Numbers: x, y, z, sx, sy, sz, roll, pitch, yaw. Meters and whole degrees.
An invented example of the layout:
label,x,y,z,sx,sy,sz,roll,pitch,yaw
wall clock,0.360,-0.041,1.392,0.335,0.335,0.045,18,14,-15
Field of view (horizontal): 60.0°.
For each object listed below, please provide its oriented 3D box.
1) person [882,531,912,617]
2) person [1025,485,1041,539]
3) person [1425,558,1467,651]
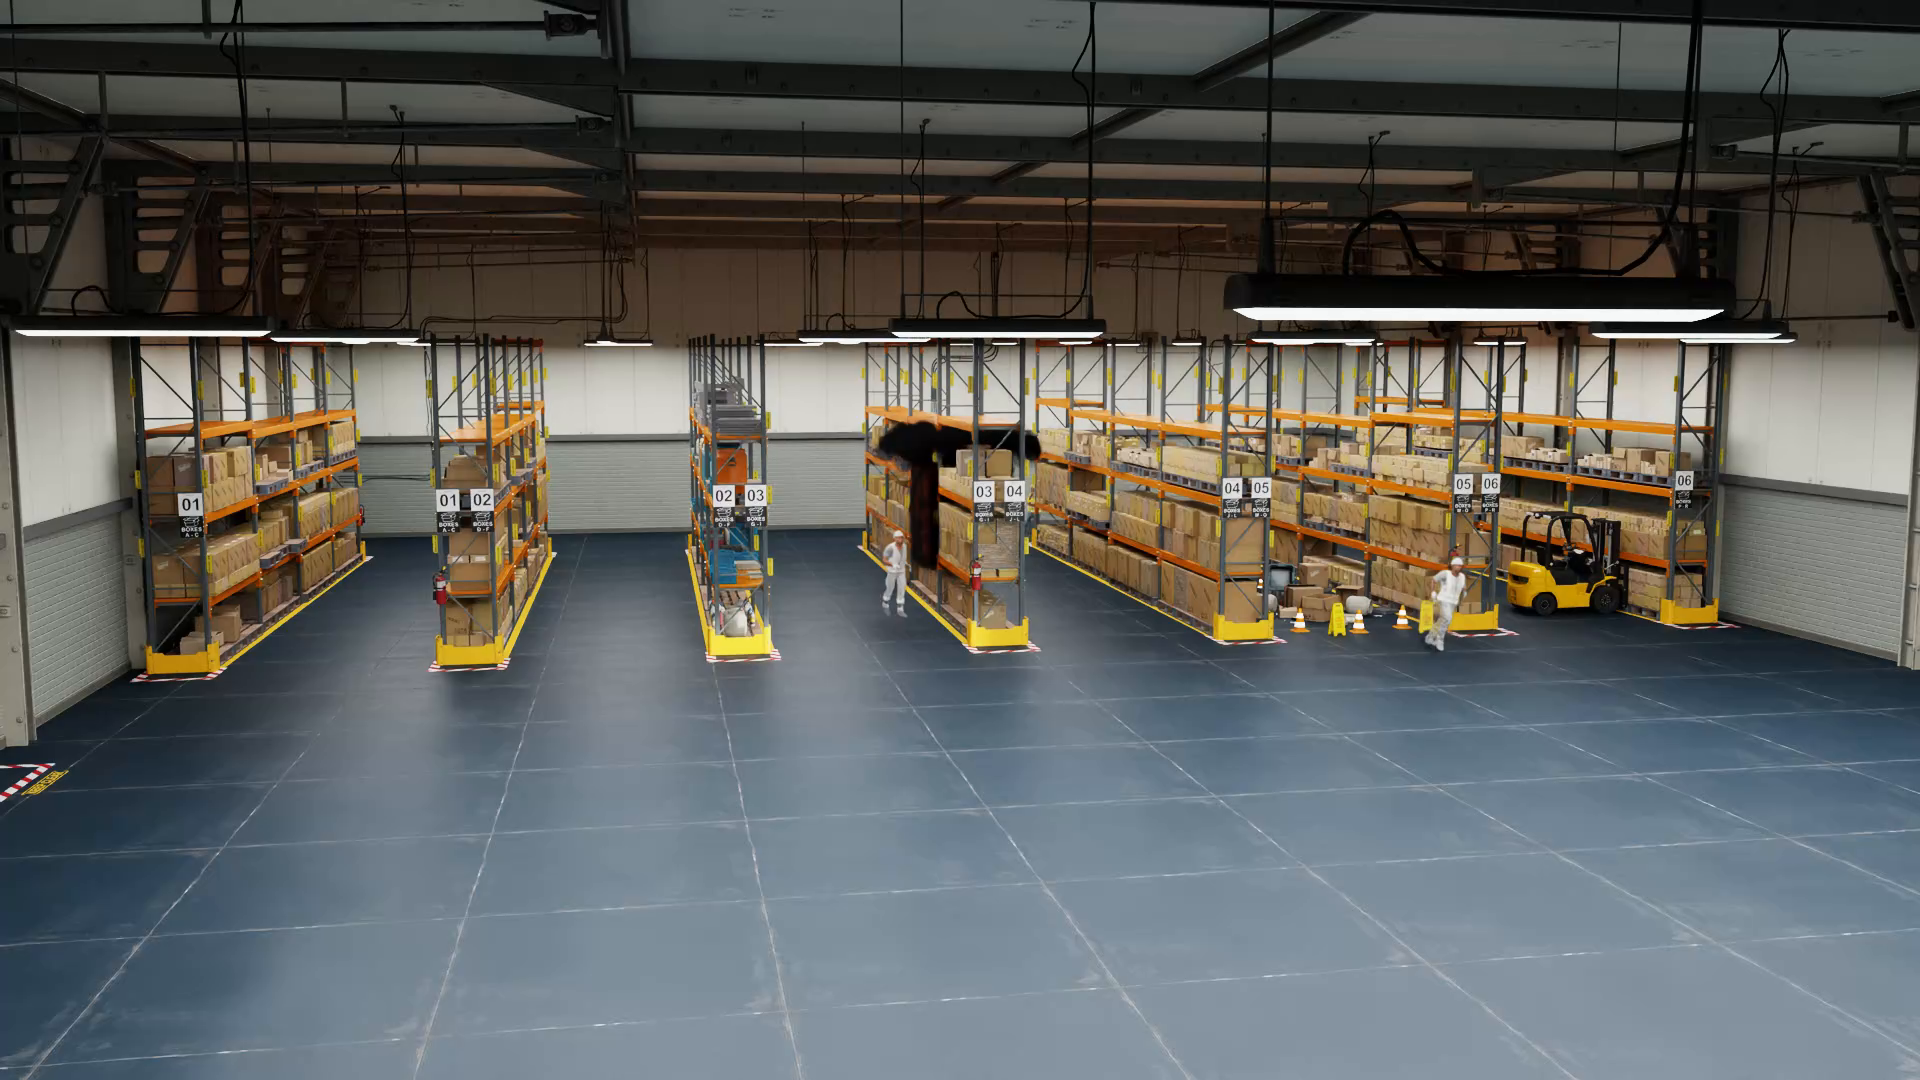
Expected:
label,x,y,z,sx,sy,sz,roll,pitch,yaw
person,-1.331,0.684,34.037,0.674,1.802,0.883,-4,8,-29
person,2.275,-0.788,49.481,0.686,1.824,0.697,-4,8,-33
person,9.293,1.203,31.780,0.811,1.721,0.804,-3,7,-27
